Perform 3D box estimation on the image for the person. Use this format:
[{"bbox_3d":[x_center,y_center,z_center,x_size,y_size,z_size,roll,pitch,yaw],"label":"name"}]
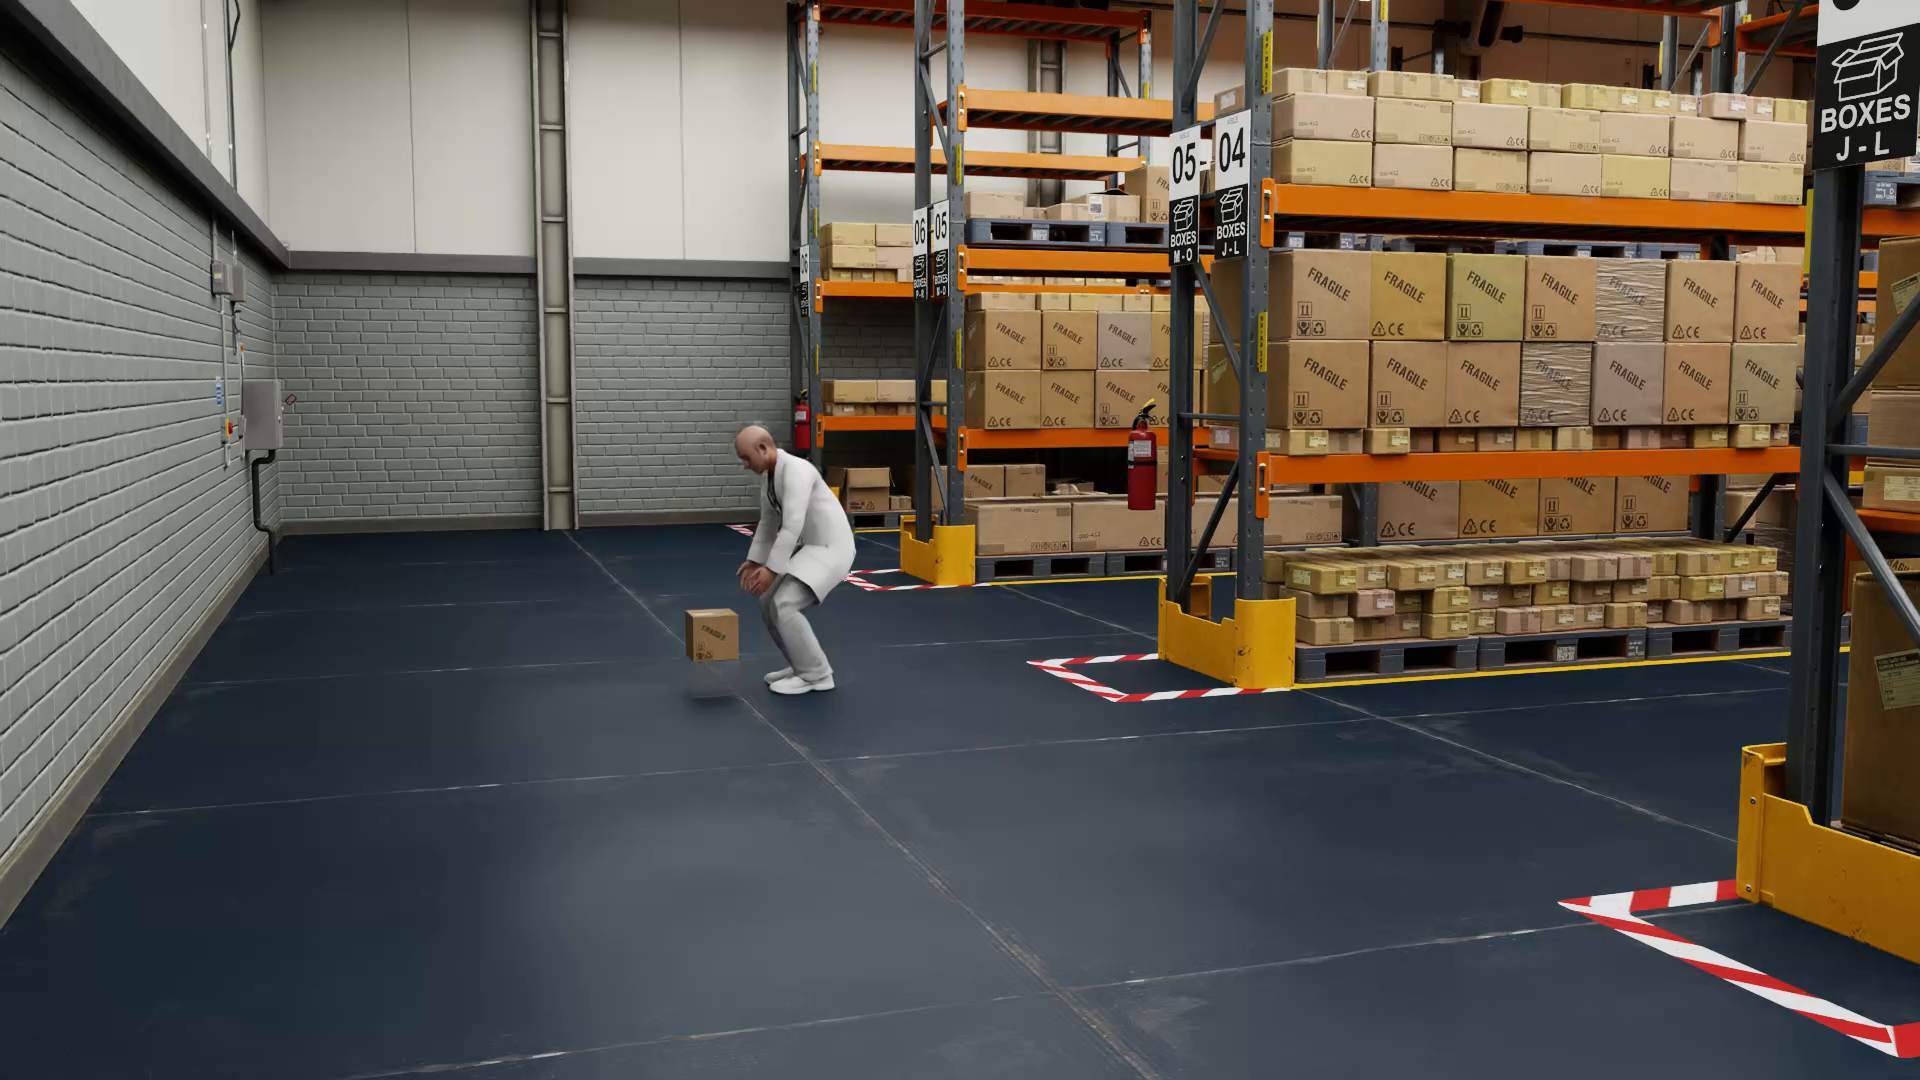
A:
[{"bbox_3d":[-0.937,0.202,9.273,0.786,1.277,0.632,-2,6,-19],"label":"person"}]
